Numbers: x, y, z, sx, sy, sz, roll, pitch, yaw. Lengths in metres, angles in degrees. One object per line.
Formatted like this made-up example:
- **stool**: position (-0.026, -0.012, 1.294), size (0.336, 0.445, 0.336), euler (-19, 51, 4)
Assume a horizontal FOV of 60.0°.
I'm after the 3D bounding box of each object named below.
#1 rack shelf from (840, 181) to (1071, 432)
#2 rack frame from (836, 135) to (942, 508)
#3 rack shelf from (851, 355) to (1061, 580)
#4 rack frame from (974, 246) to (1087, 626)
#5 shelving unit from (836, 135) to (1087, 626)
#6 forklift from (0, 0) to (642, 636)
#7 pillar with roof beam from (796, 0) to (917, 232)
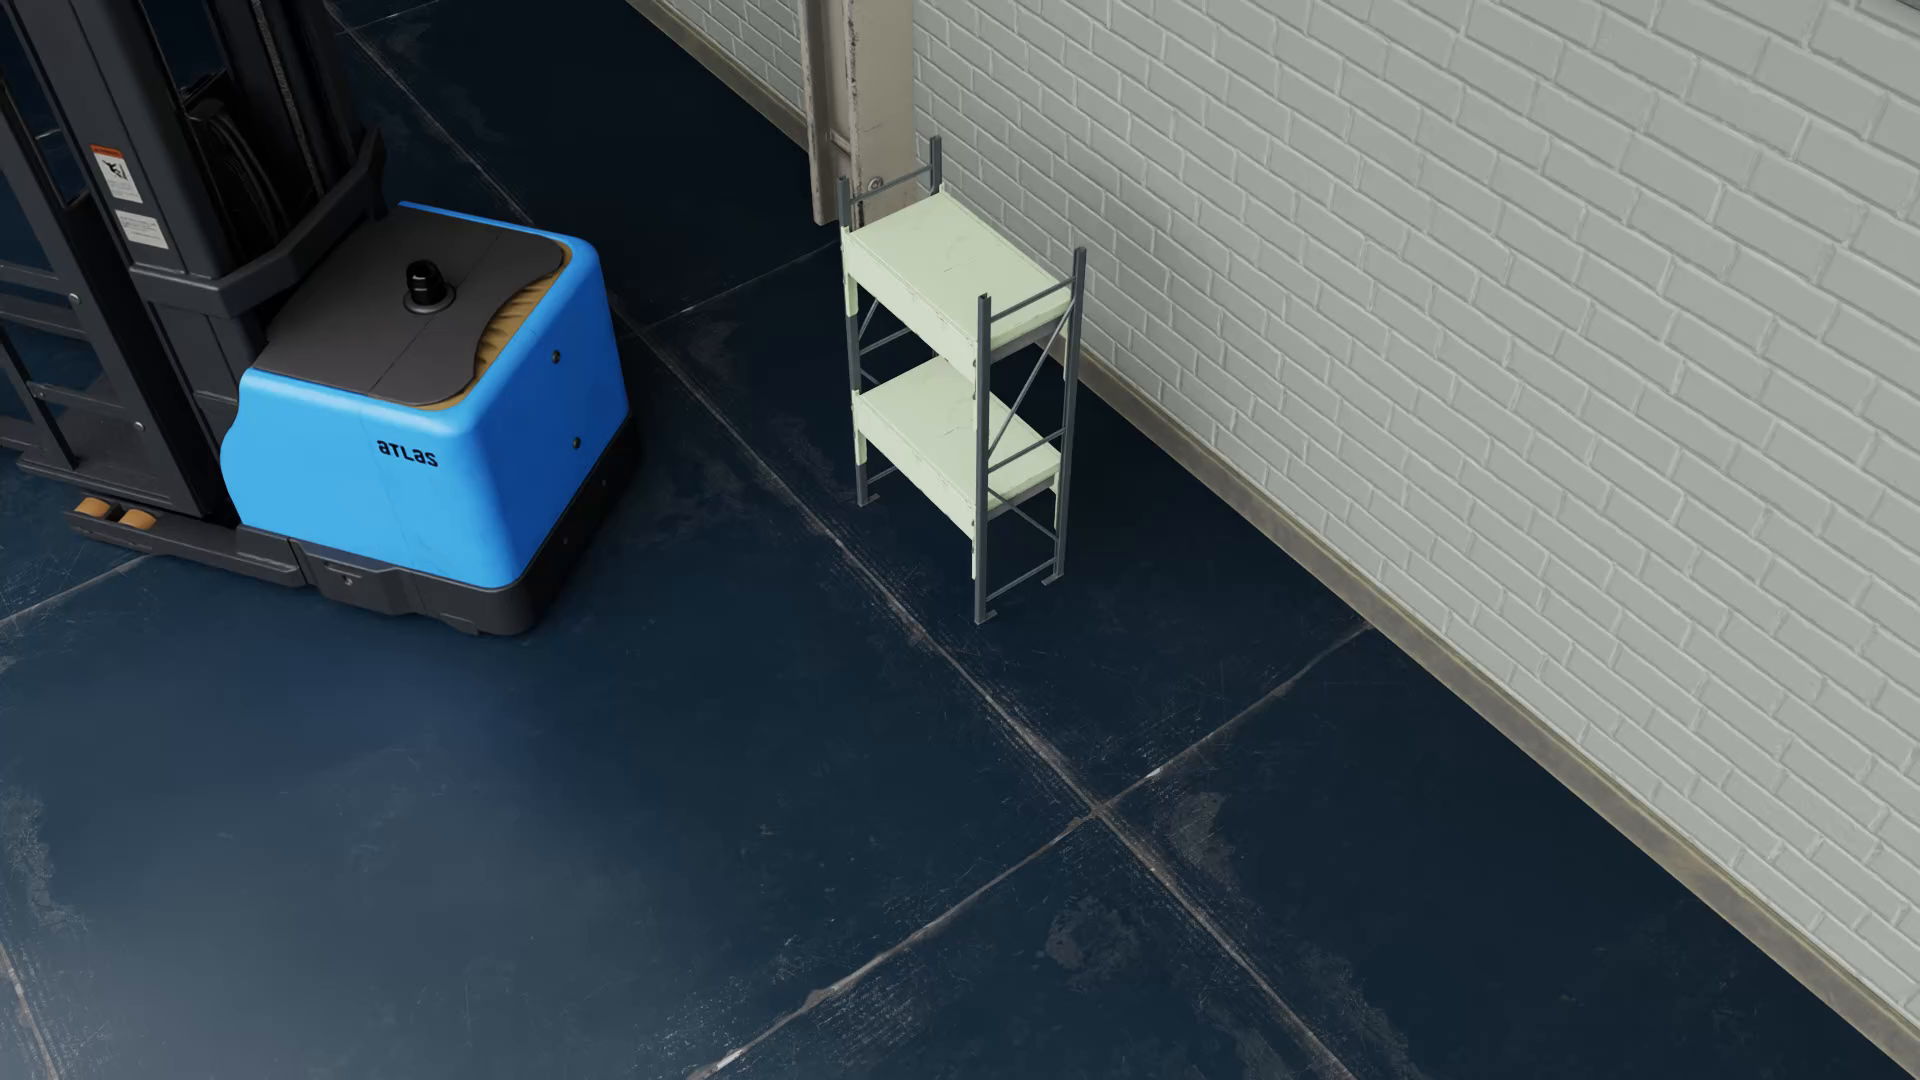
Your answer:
- **rack shelf**: position (-0.004, -0.770, 5.409), size (0.431, 0.370, 0.720), euler (-29, 54, -24)
- **rack frame**: position (-0.226, -0.723, 5.894), size (0.400, 1.500, 0.023), euler (-29, 54, -24)
- **rack shelf**: position (-0.004, -0.289, 5.939), size (0.431, 0.370, 0.720), euler (-29, 54, -24)
- **rack frame**: position (0.218, -0.292, 5.502), size (0.400, 1.500, 0.023), euler (-29, 54, -24)
- **shelving unit**: position (-0.004, -0.508, 5.698), size (0.431, 1.500, 0.755), euler (-29, 54, -24)
- **forklift**: position (-2.808, -1.296, 5.446), size (3.031, 2.935, 1.130), euler (14, 49, 12)
- **pillar with roof beam**: position (-3.852, -2.502, 2.444), size (9.100, 9.000, 0.400), euler (-29, 54, -24)
